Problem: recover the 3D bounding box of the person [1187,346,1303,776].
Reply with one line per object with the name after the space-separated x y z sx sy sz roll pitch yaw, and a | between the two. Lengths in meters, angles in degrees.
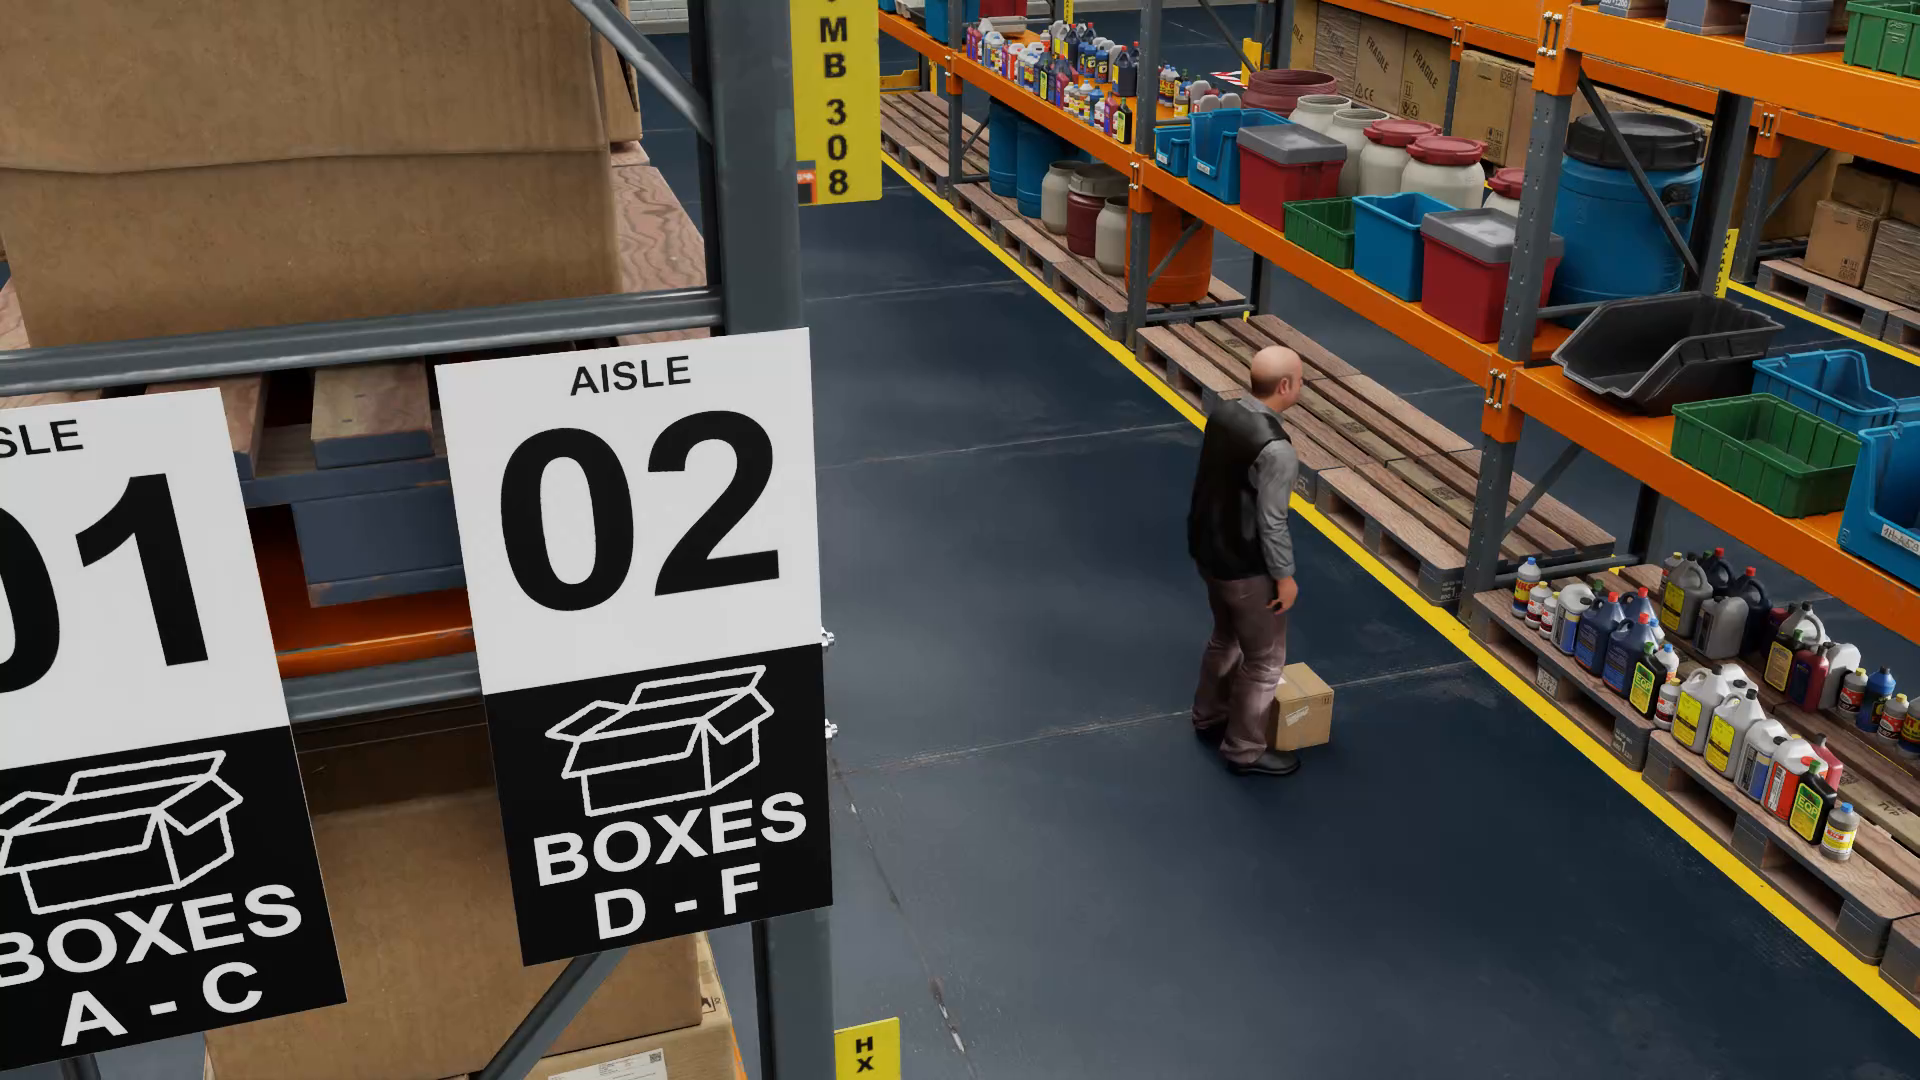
1.105 0.078 6.482 0.420 1.721 0.581 -8 27 -16 | person
